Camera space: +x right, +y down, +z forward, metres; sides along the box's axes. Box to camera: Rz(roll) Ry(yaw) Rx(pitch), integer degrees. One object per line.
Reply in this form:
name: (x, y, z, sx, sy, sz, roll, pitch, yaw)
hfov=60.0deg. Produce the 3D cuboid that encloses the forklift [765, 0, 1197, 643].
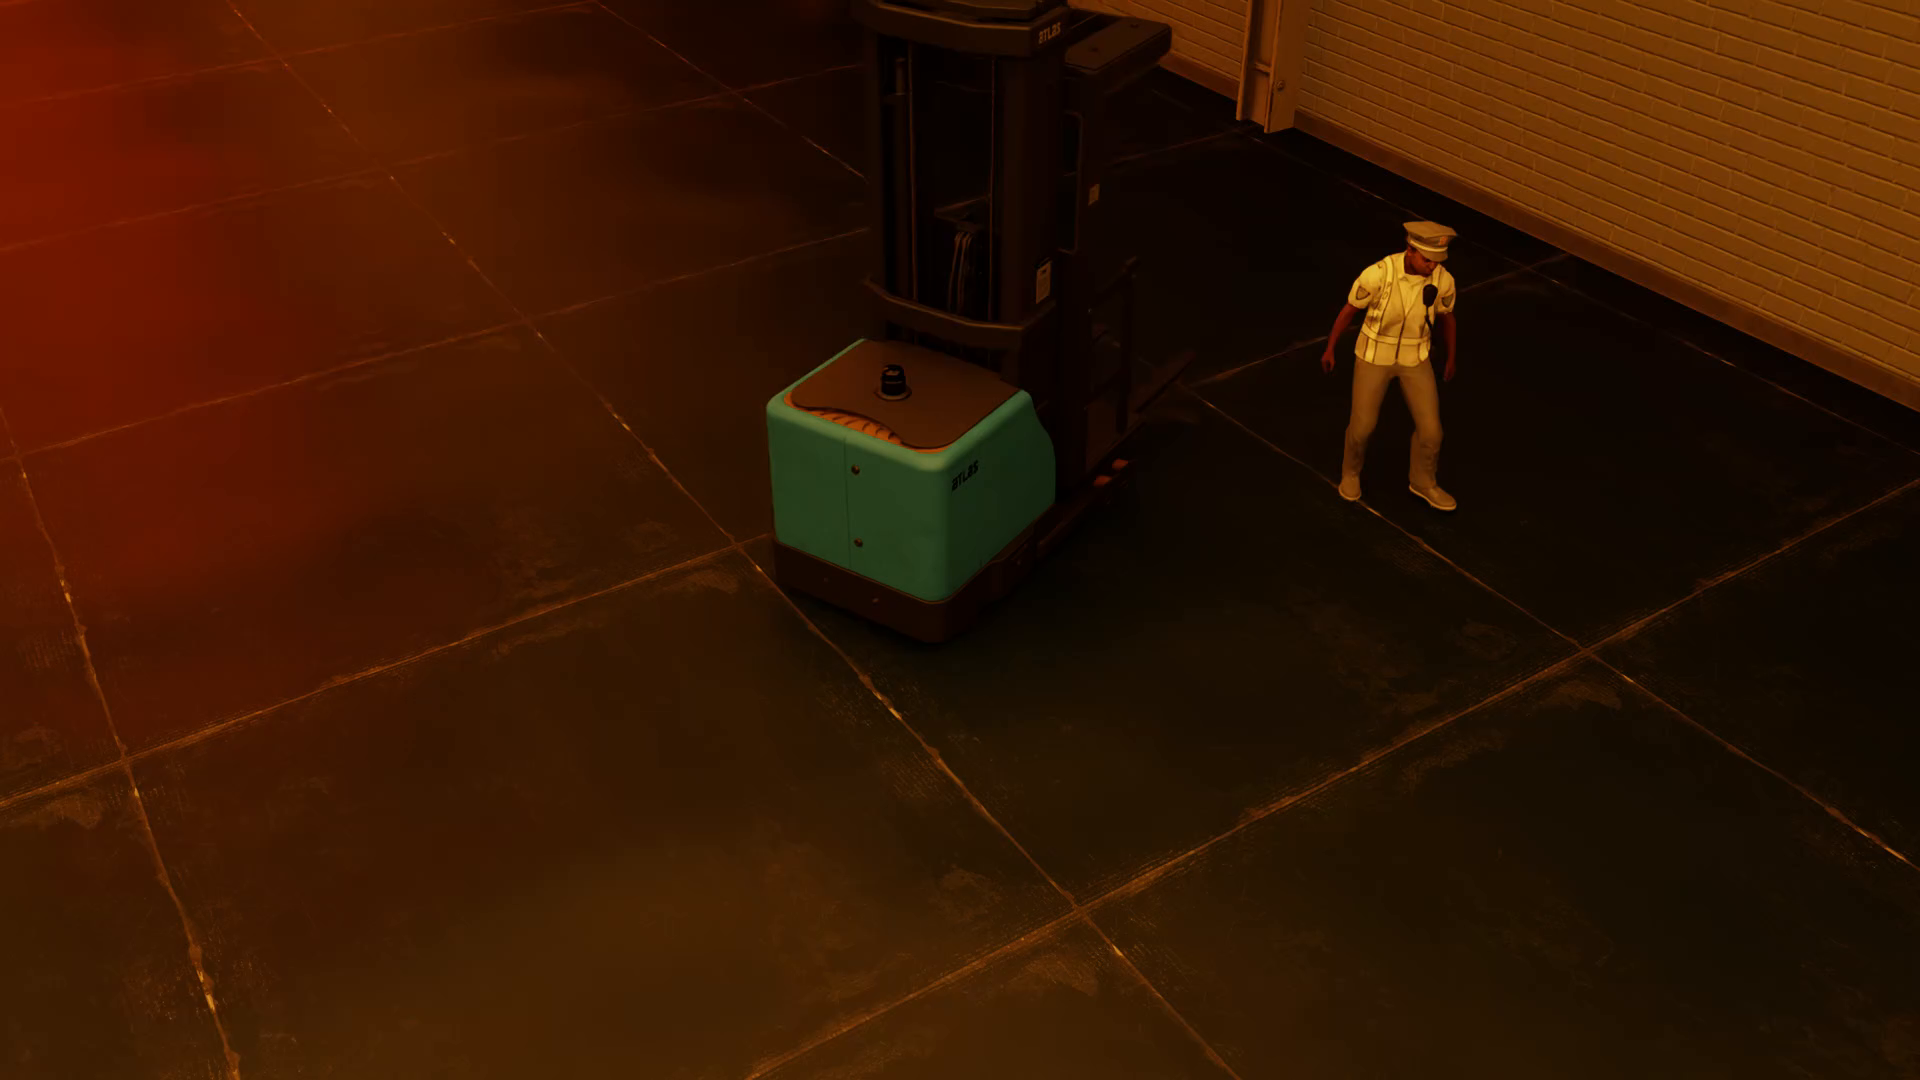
forklift: (0.304, -1.519, 8.310, 1.130, 2.935, 3.031, 21, 40, 27)

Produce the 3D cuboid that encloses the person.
person: (2.279, -0.911, 8.588, 0.791, 1.627, 0.411, 3, 35, 4)
